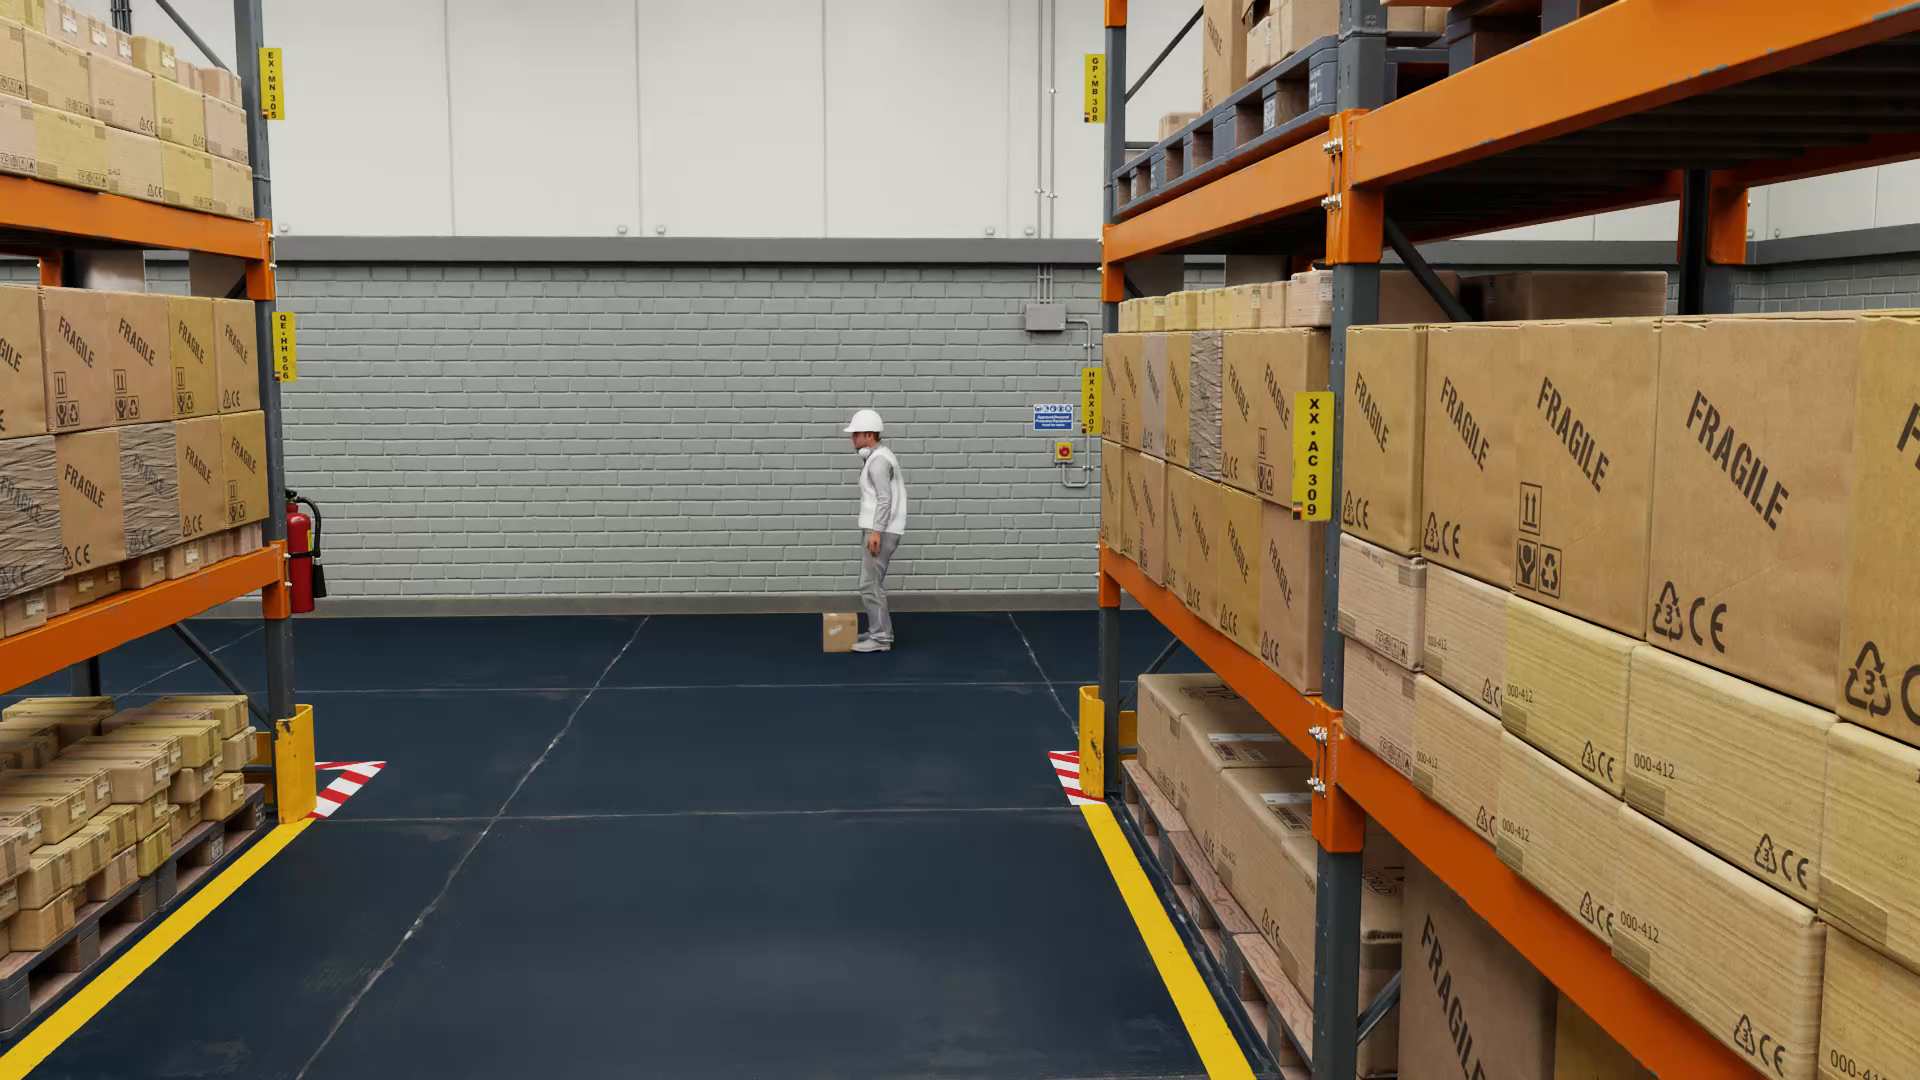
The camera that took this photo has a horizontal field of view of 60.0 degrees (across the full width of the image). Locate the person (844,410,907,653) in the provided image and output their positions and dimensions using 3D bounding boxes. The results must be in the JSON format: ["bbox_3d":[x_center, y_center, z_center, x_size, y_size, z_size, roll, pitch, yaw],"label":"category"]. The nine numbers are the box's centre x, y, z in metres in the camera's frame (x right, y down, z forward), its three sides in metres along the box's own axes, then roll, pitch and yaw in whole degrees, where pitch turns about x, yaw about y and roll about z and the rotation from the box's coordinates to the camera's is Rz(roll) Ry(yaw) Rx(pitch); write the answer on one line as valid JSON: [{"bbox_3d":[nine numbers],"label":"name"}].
[{"bbox_3d":[-0.624,-0.073,12.249,0.464,1.770,0.583,-1,7,-7],"label":"person"}]
